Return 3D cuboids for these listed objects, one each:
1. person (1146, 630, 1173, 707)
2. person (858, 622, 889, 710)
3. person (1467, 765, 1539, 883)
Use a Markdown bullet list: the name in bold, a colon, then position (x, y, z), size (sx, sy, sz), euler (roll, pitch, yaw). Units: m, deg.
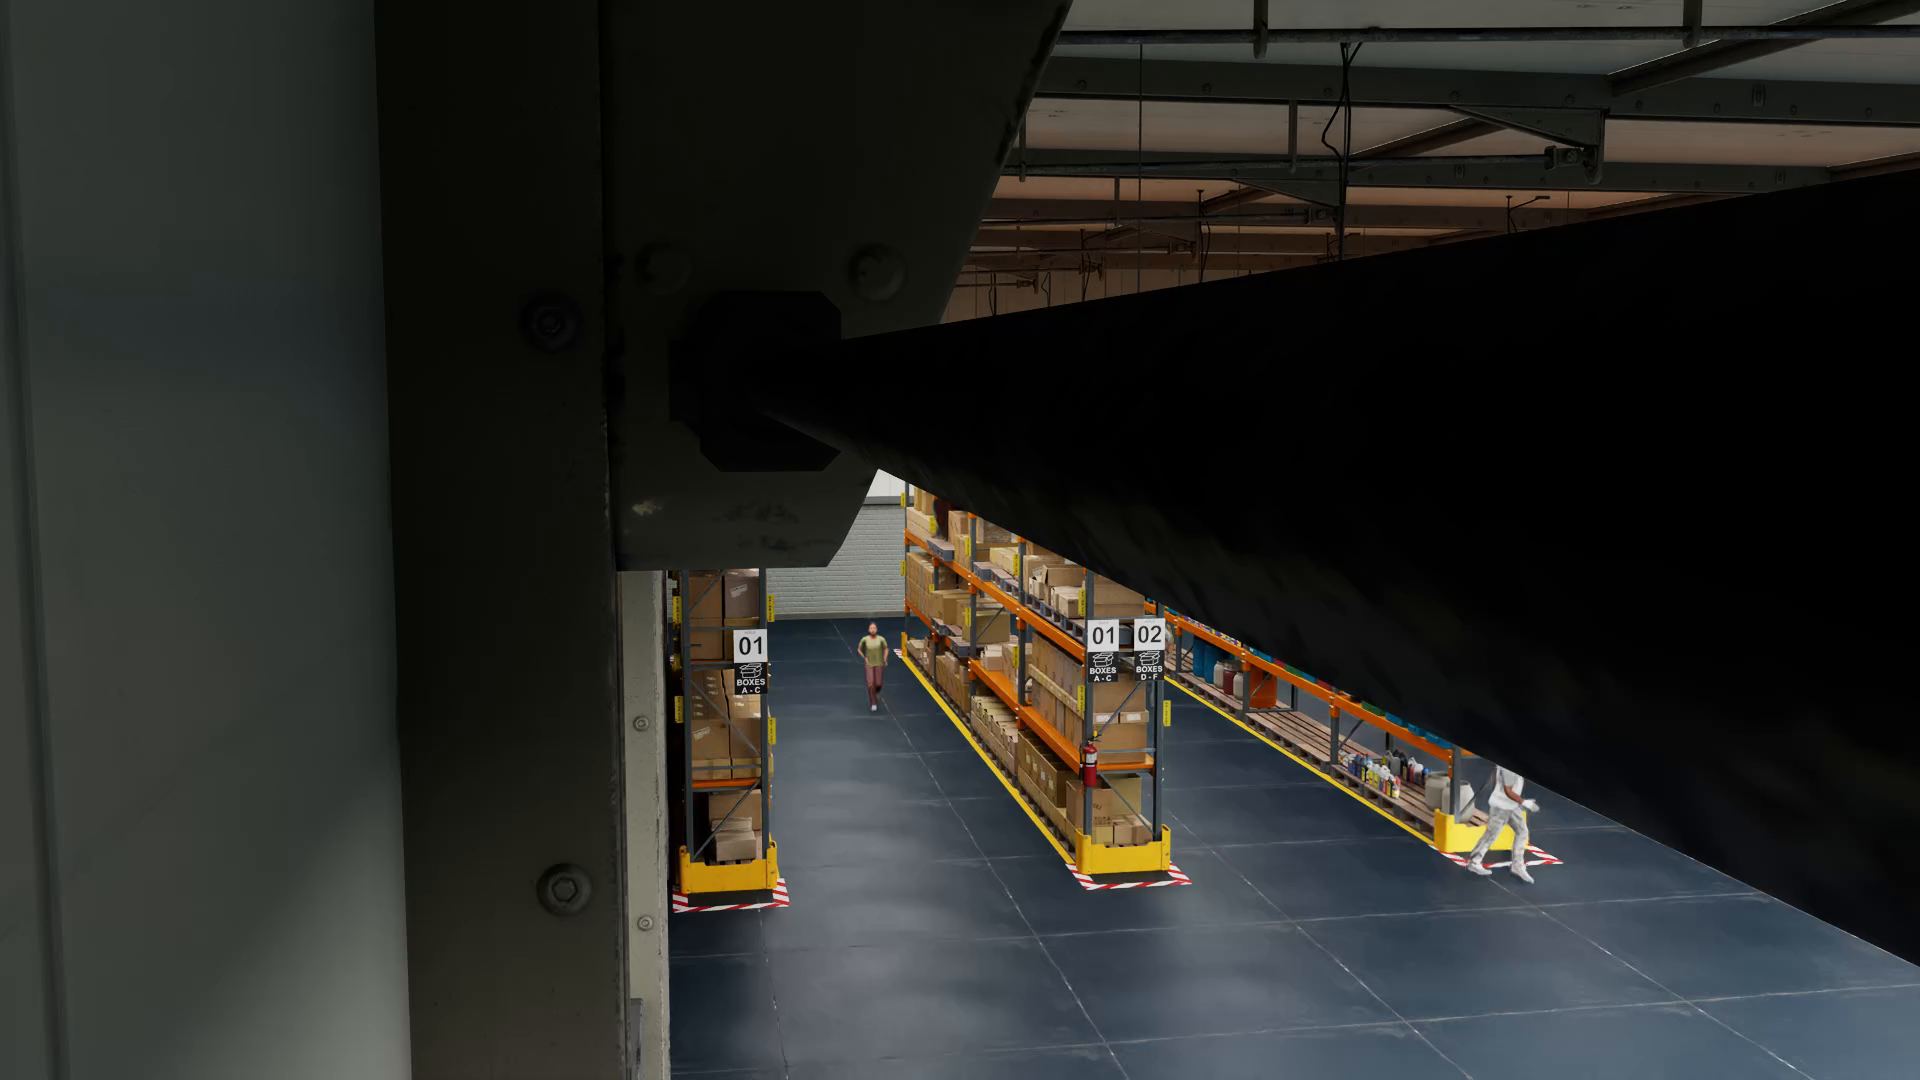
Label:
- **person**: position (3.644, 2.274, 31.243), size (0.646, 1.710, 0.788), euler (-1, 6, -14)
- **person**: position (-1.610, 2.330, 30.889), size (0.581, 1.630, 0.566), euler (-1, 6, -5)
- **person**: position (6.739, 3.244, 20.513), size (0.818, 1.672, 0.599), euler (3, 7, 29)
